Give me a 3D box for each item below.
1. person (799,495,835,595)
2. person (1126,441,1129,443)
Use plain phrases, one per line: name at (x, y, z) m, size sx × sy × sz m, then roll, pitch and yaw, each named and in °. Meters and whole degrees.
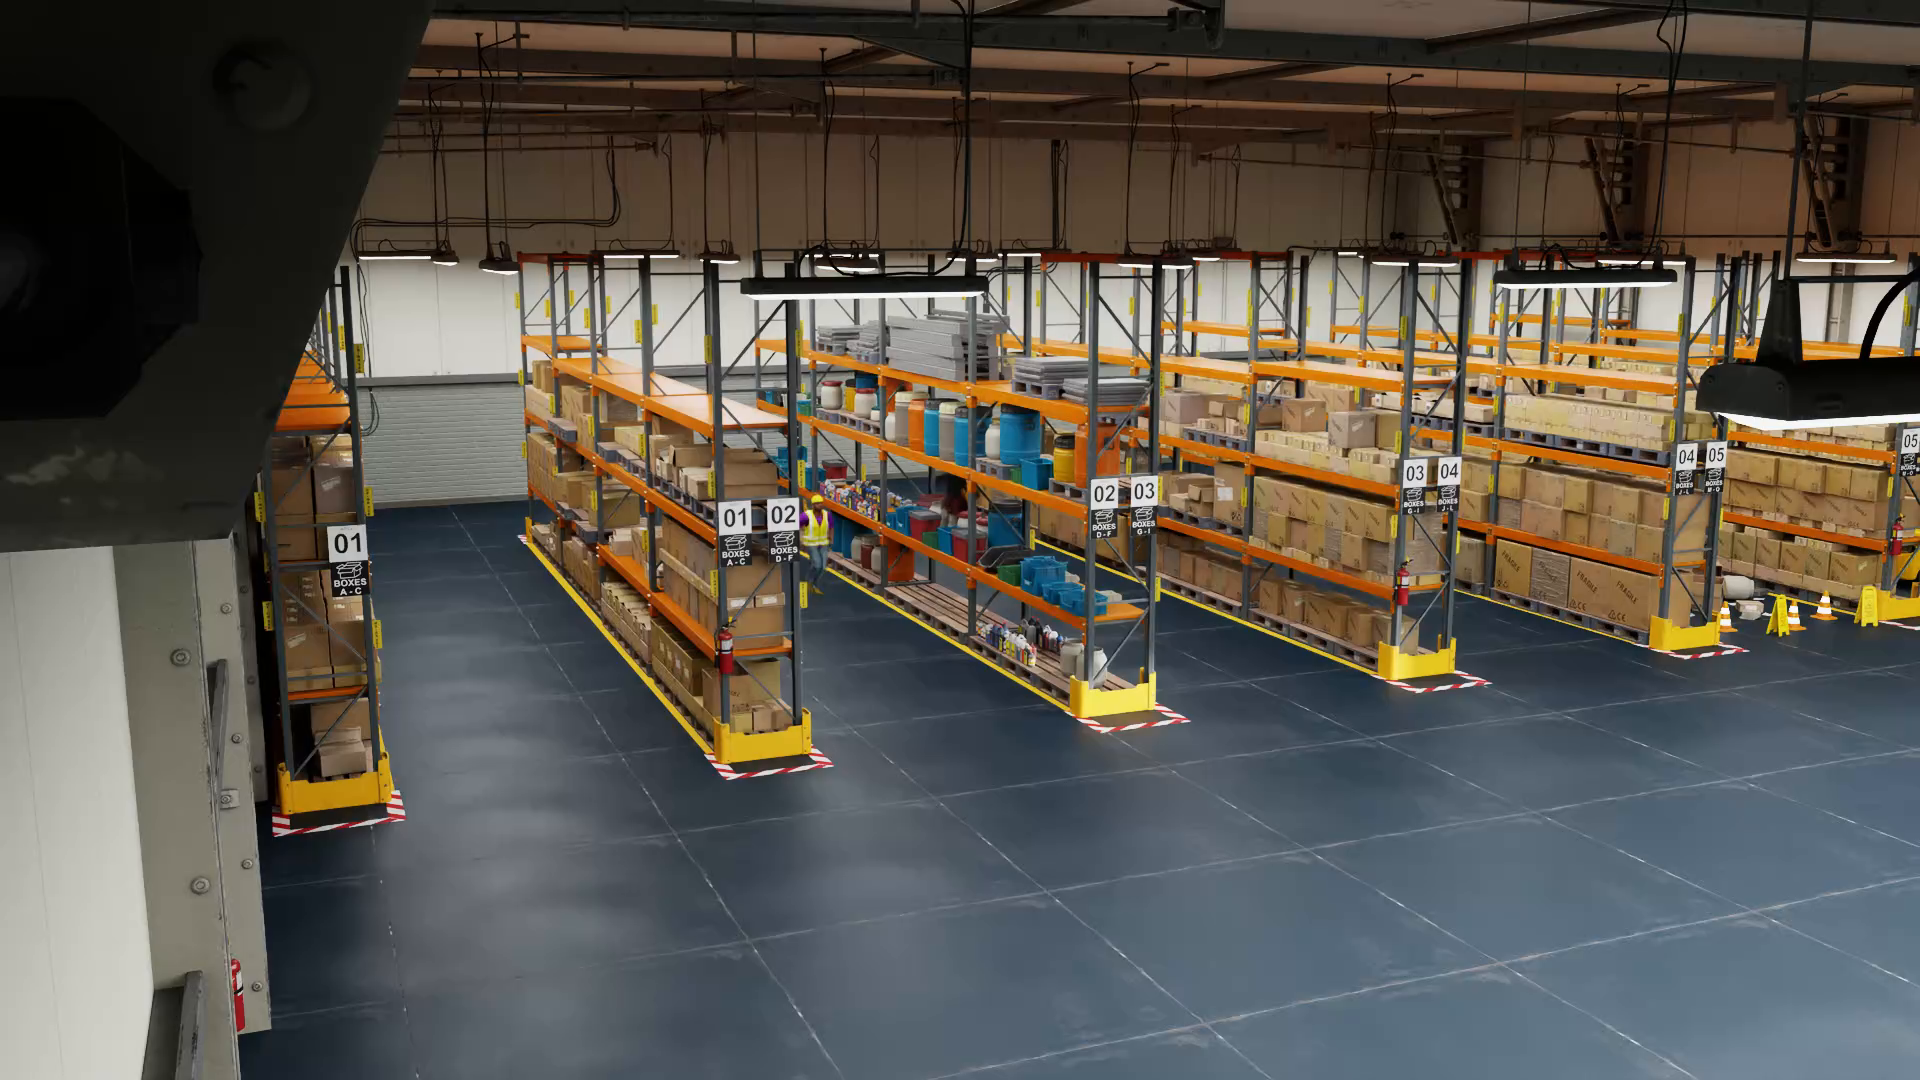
person at (-2.412, 0.092, 28.147) m, size 0.694 × 1.723 × 0.574 m, roll -5°, pitch 12°, yaw -27°
person at (3.869, -1.631, 39.199) m, size 0.528 × 1.456 × 0.642 m, roll -3°, pitch 11°, yaw -16°
